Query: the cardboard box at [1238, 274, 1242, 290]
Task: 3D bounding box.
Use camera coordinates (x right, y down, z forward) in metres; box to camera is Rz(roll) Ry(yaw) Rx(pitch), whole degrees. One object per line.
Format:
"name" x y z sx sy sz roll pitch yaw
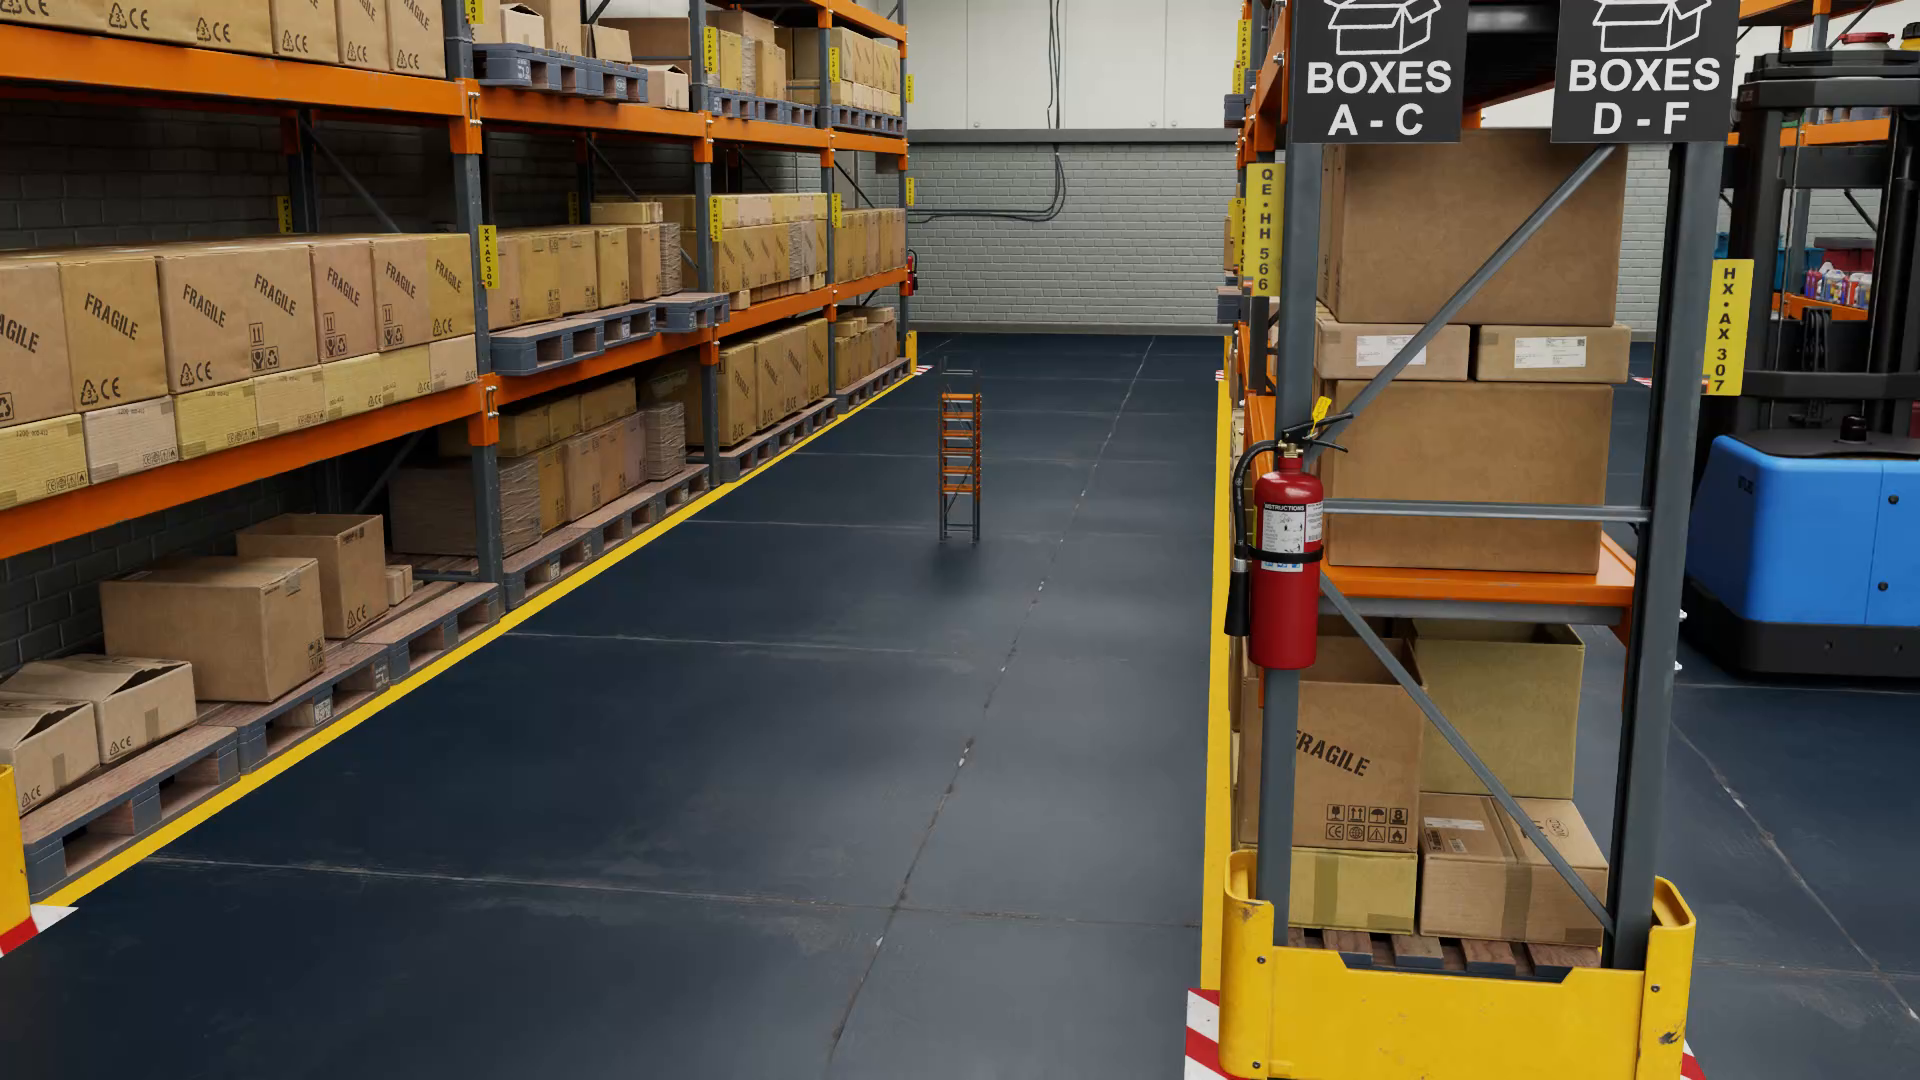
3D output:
"cardboard box" 2.510 -2.123 12.489 0.700 0.500 0.500 -2 12 -10

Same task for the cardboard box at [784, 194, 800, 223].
"cardboard box" -1.741 -2.979 14.926 0.500 0.250 0.500 2 12 10

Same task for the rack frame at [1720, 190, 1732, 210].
"rack frame" 8.649 -3.238 18.898 1.000 3.000 0.127 2 12 9

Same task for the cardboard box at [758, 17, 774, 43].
"cardboard box" -2.020 -4.644 15.241 0.500 0.250 0.500 3 12 13

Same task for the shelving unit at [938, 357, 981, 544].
"shelving unit" -0.002 -0.584 10.853 0.258 1.200 0.189 2 12 9

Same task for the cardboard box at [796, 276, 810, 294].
"cardboard box" -1.610 -2.371 15.424 0.380 0.149 0.250 2 12 9

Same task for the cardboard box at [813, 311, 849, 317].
"cardboard box" -1.482 -2.532 19.021 0.380 0.149 0.250 2 12 9

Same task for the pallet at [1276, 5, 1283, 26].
"pallet" 1.614 -1.893 5.746 1.003 0.211 1.213 2 12 9

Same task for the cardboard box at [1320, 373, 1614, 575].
"cardboard box" 1.379 -0.214 4.630 0.700 0.500 0.500 2 12 9

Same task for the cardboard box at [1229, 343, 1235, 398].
"cardboard box" 2.947 -1.687 16.592 0.500 0.500 0.500 2 12 9

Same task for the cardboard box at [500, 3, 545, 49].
"cardboard box" -2.728 -2.928 9.556 0.500 0.311 0.500 2 12 10

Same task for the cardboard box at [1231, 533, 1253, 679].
"cardboard box" 1.300 0.270 6.371 0.500 0.500 0.500 2 12 9

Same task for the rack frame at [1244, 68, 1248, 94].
"rack frame" 3.140 -5.499 15.150 1.000 3.000 0.127 2 12 9

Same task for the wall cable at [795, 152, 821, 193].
"wall cable" -1.878 -4.353 21.659 0.084 1.984 1.851 2 12 9

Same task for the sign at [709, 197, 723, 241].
"sign" -1.833 -2.405 12.474 0.100 0.325 0.005 2 12 9

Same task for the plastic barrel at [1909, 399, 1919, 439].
"plastic barrel" 7.651 -0.937 12.946 0.600 0.588 0.708 2 12 9

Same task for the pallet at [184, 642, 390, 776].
"pallet" -3.239 0.698 7.254 1.003 0.211 1.213 2 12 9

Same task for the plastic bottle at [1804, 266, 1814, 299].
"plastic bottle" 7.556 -2.286 14.756 0.061 0.283 0.133 2 12 9

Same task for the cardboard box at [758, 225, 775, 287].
"cardboard box" -1.876 -2.402 14.030 0.500 0.500 0.500 2 12 8

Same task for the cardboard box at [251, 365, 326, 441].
"cardboard box" -2.982 -0.576 6.853 0.500 0.250 0.500 2 12 9

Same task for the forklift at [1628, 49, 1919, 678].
"forklift" 4.390 -1.047 8.895 1.130 2.935 3.031 2 12 8

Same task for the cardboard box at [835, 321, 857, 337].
"cardboard box" -1.306 -2.244 17.685 0.380 0.149 0.250 2 12 11

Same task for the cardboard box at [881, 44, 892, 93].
"cardboard box" -1.071 -5.308 18.724 0.500 0.500 0.500 2 12 10

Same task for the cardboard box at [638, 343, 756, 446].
"cardboard box" -2.128 -1.197 13.533 0.750 0.750 0.750 2 12 8

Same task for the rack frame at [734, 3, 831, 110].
"rack frame" -1.755 -5.659 15.892 1.000 3.000 0.127 2 12 9

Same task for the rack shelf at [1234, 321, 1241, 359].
"rack shelf" 2.832 -1.799 13.926 1.077 0.370 4.000 2 12 9

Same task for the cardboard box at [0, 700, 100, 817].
"cardboard box" -3.406 0.730 5.824 0.500 0.311 0.500 0 12 2

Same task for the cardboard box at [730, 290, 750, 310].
"cardboard box" -1.919 -1.946 13.453 0.380 0.149 0.250 2 12 10

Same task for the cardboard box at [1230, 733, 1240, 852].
"cardboard box" 1.150 0.845 5.484 0.500 0.250 0.500 2 12 9

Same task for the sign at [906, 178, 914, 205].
"sign" -0.606 -4.220 20.145 0.100 0.325 0.005 2 12 9

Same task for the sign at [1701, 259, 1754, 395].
"sign" 1.842 -0.511 4.003 0.100 0.325 0.005 2 12 9

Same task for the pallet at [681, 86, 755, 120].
"pallet" -2.324 -3.403 12.994 1.213 0.211 1.003 2 12 11

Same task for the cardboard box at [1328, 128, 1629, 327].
"cardboard box" 1.387 -0.859 4.544 0.700 0.500 0.500 2 12 9

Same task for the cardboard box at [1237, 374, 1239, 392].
"cardboard box" 2.441 -1.308 13.050 0.500 0.250 0.500 2 12 11

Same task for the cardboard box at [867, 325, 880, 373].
"cardboard box" -1.303 -2.184 18.946 0.700 0.500 0.500 1 12 7

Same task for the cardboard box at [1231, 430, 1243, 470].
"cardboard box" 2.001 -0.554 10.642 0.500 0.311 0.500 2 12 7

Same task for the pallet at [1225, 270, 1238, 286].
"pallet" 2.909 -2.310 15.047 1.003 0.211 1.213 2 12 9

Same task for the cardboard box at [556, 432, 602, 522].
"cardboard box" -2.741 -0.422 10.720 0.700 0.500 0.500 2 12 9

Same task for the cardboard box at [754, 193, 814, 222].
"cardboard box" -1.663 -3.085 15.419 0.500 0.250 0.500 2 12 10

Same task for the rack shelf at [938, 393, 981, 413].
"rack shelf" -0.002 -0.892 10.787 0.258 0.103 0.180 2 12 9

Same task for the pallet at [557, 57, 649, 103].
"pallet" -2.629 -2.777 10.083 1.213 0.211 1.003 2 12 9

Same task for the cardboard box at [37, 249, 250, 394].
"cardboard box" -3.059 -0.831 6.257 0.500 0.500 0.500 1 12 7

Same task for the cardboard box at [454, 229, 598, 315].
"cardboard box" -2.710 -1.684 10.405 0.700 0.500 0.500 4 13 16

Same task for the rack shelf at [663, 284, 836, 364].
"rack shelf" -2.063 -1.958 14.668 1.077 0.370 4.000 2 12 9

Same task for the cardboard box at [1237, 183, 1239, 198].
"cardboard box" 3.038 -3.325 16.689 0.500 0.500 0.500 2 12 8

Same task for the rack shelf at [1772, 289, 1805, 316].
"rack shelf" 8.341 -2.470 17.042 1.077 0.370 4.000 2 12 9

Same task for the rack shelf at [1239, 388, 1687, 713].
"rack shelf" 1.602 -0.133 6.199 1.077 0.370 4.000 2 12 9

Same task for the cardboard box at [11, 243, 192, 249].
"cardboard box" -3.499 -0.953 6.826 0.500 0.500 0.500 2 12 9

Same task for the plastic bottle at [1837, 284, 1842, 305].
"plastic bottle" 7.455 -2.084 14.016 0.097 0.201 0.097 0 12 0

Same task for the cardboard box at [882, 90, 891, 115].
"cardboard box" -1.070 -4.937 18.782 0.500 0.250 0.500 1 12 7

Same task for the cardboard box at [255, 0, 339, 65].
"cardboard box" -2.957 -2.251 6.915 0.500 0.500 0.500 1 12 6

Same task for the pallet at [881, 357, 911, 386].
"pallet" -1.186 -2.027 19.897 1.003 0.211 1.213 2 12 9
